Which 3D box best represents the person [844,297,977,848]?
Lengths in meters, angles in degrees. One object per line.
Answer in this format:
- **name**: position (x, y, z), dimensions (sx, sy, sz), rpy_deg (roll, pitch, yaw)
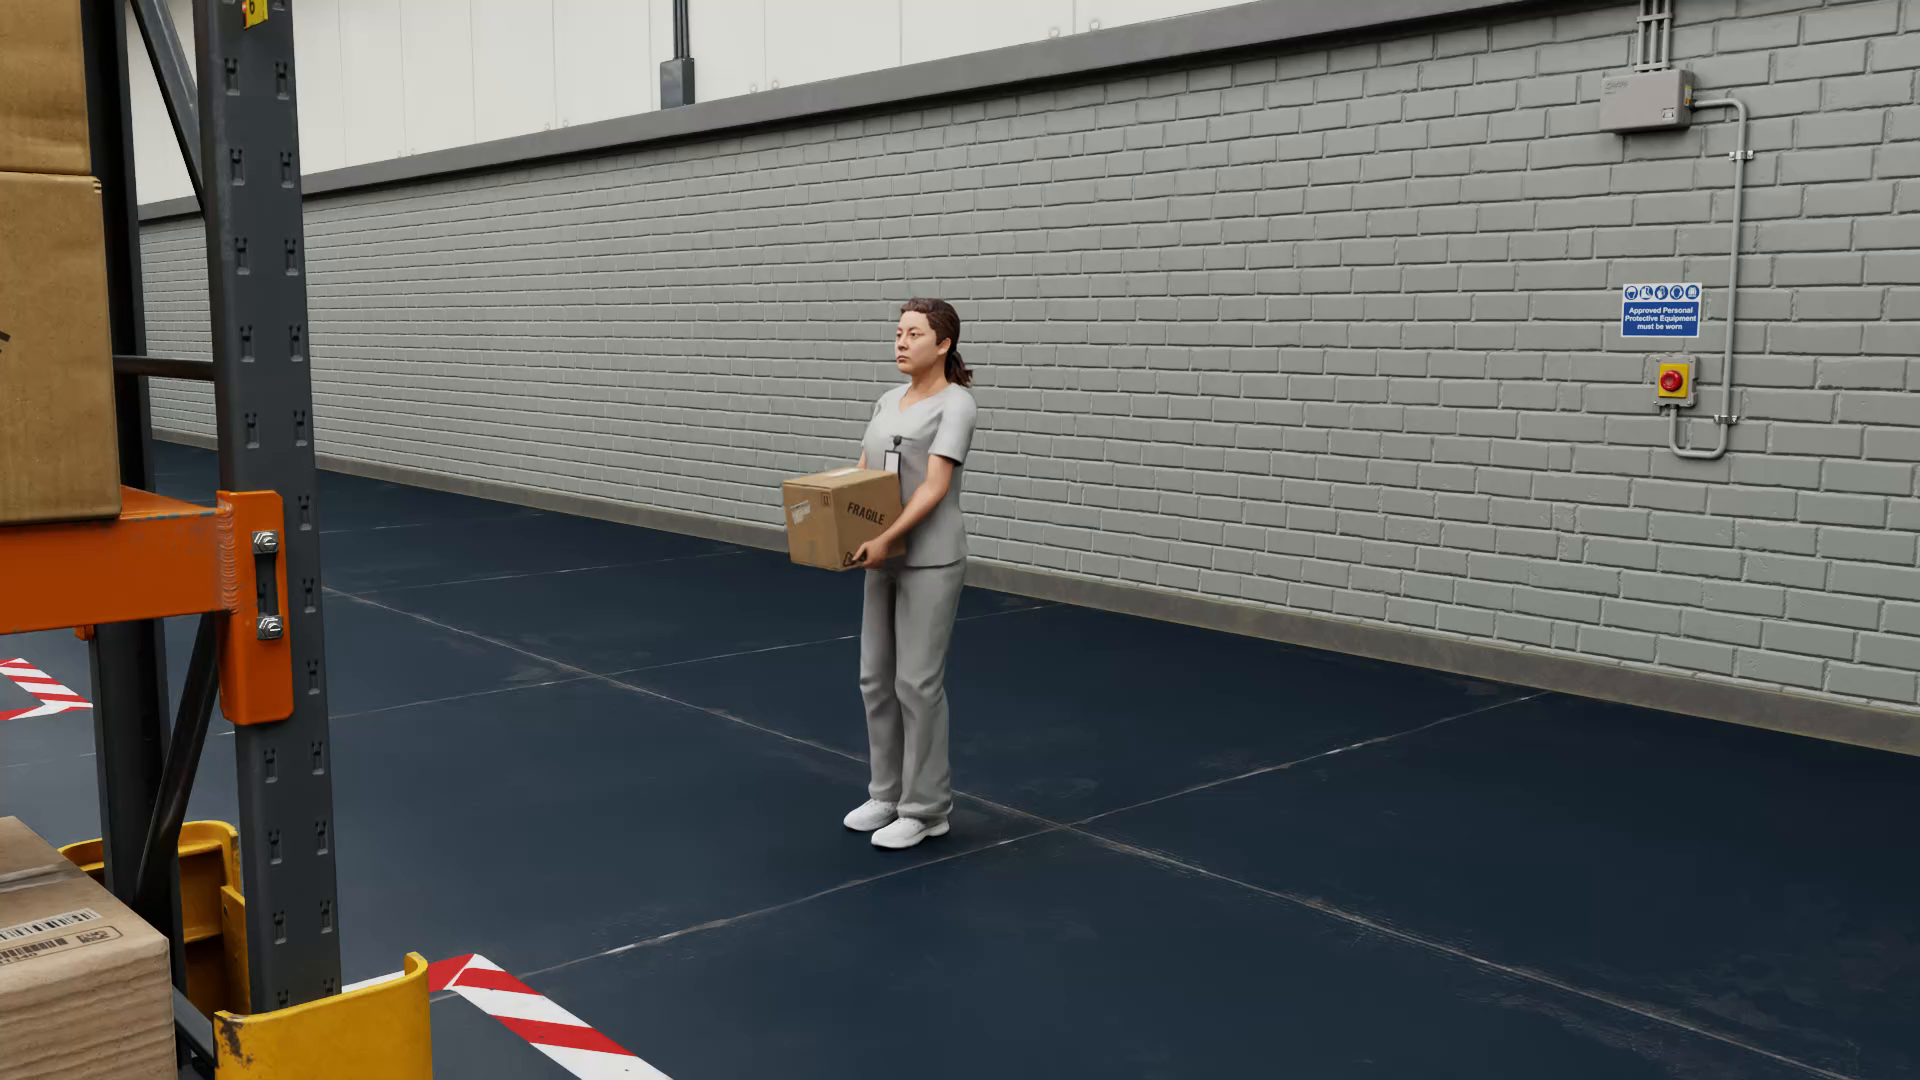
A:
- **person**: position (-0.192, 0.096, 5.109), dimensions (0.541, 1.667, 0.436), rpy_deg (-6, 10, -40)
